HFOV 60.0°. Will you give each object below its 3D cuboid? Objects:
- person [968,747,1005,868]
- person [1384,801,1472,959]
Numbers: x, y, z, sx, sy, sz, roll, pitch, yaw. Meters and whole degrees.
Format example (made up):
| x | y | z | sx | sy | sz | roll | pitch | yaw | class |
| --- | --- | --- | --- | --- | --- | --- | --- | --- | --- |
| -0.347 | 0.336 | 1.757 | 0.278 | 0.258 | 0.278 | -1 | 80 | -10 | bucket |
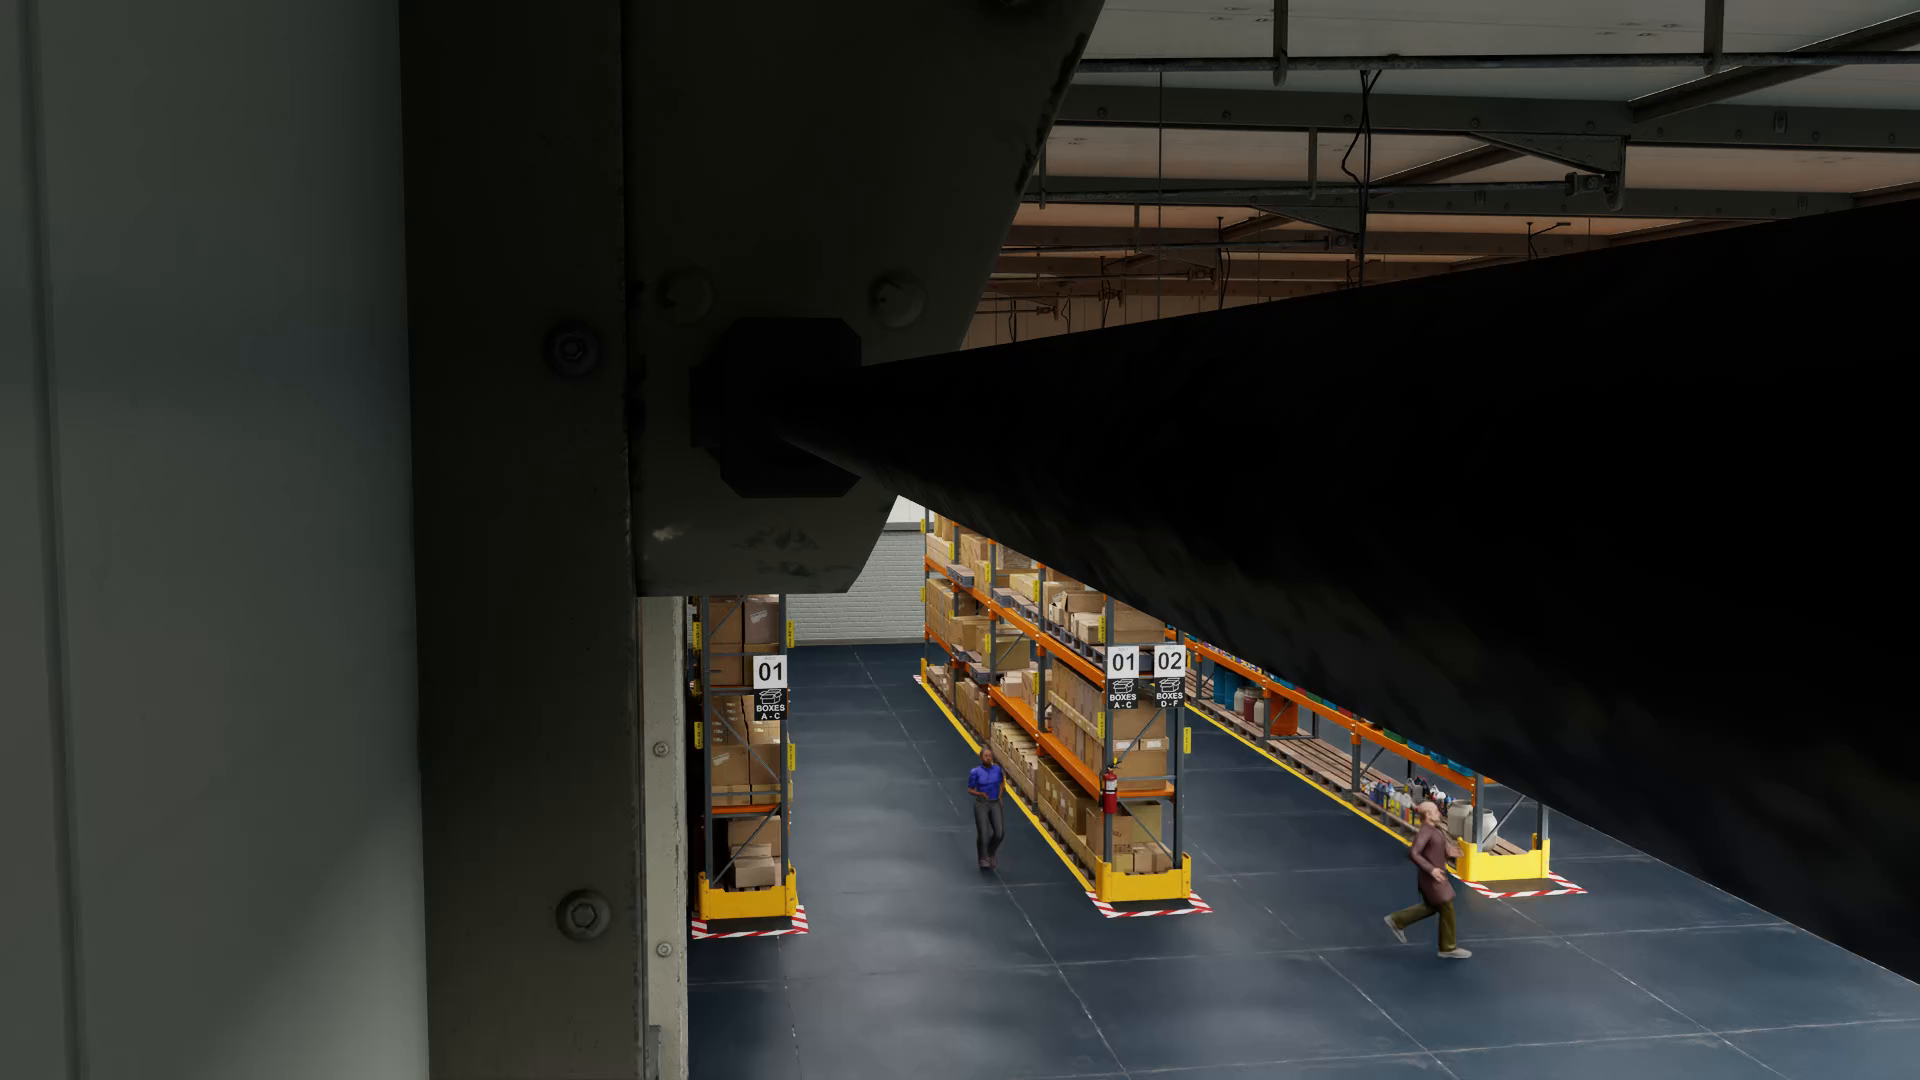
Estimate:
| x | y | z | sx | sy | sz | roll | pitch | yaw | class |
| --- | --- | --- | --- | --- | --- | --- | --- | --- | --- |
| 0.390 | 3.575 | 22.063 | 0.561 | 1.636 | 0.599 | -1 | 5 | -14 | person |
| 5.272 | 3.805 | 18.702 | 0.970 | 1.751 | 0.719 | 1 | 5 | 16 | person |
